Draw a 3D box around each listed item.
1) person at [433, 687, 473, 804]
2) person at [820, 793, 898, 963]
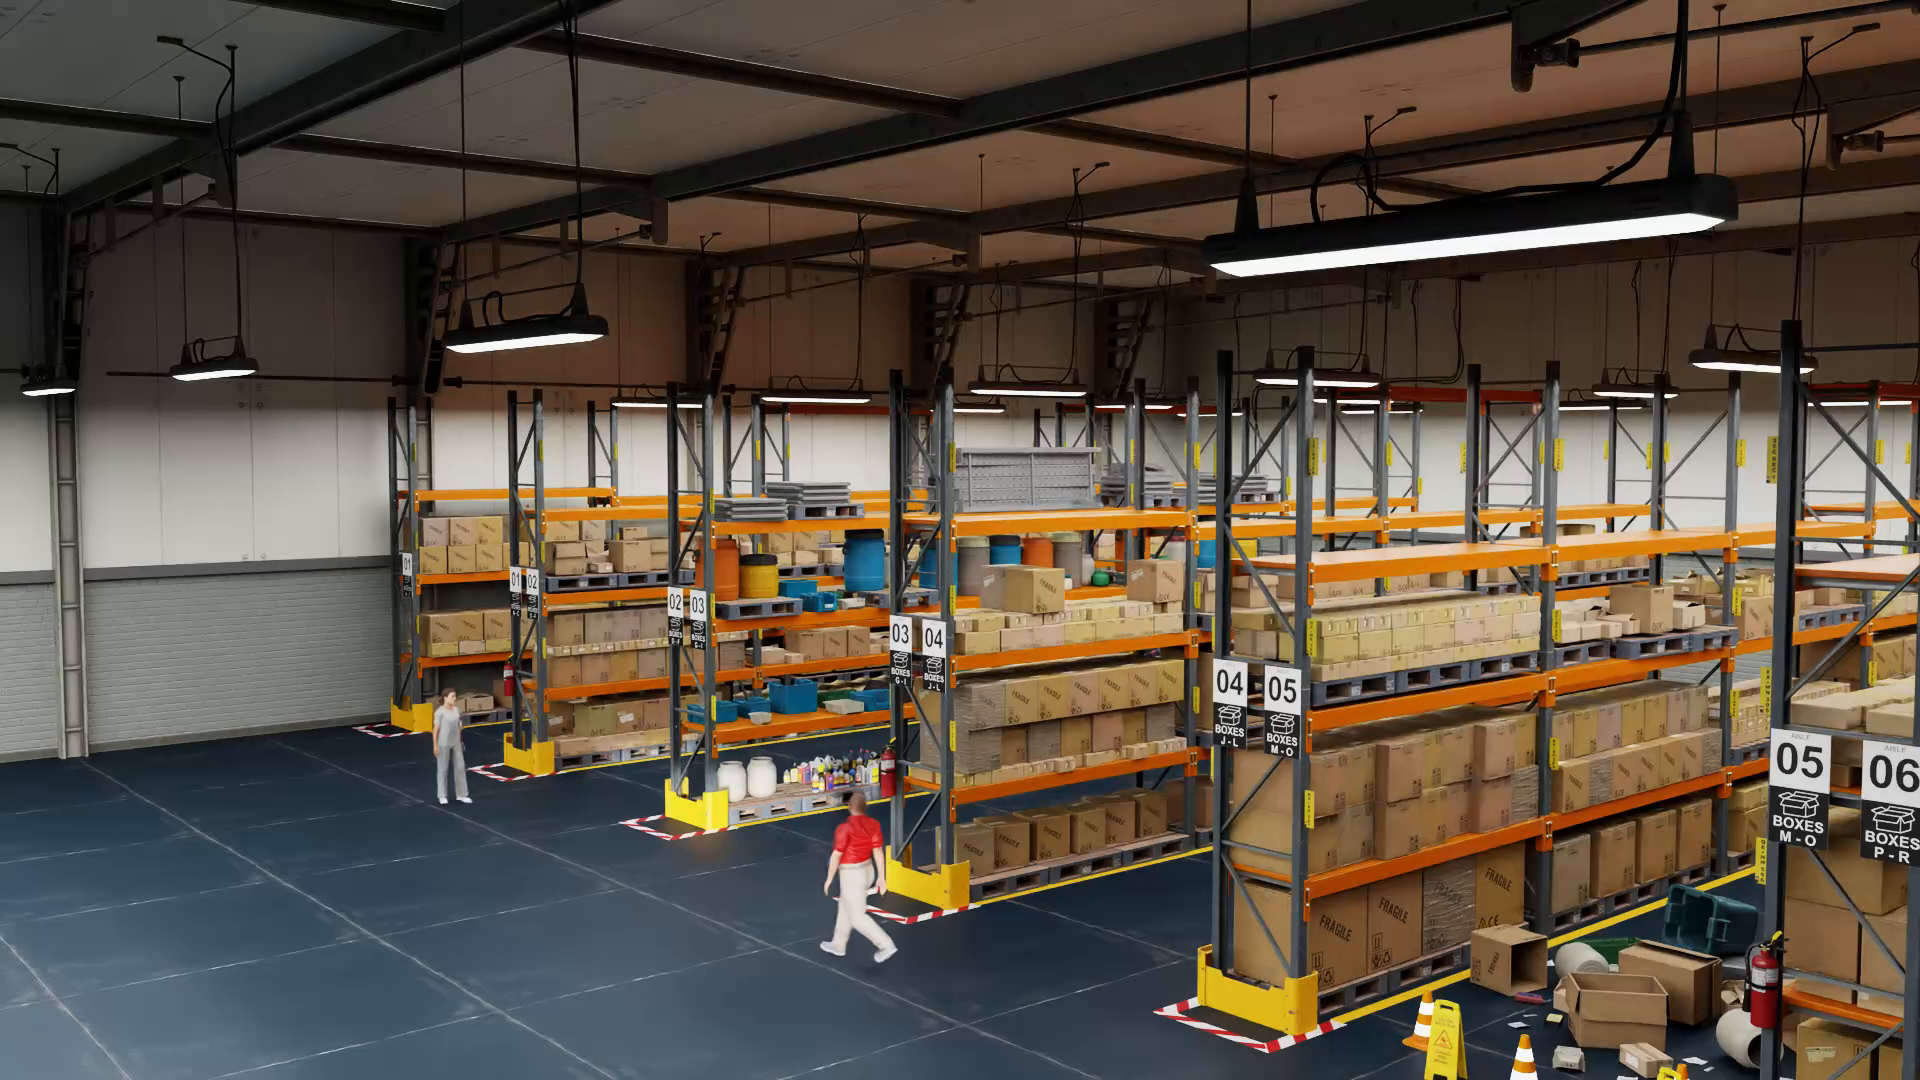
[{"bbox_3d":[-7.306,2.958,23.809,0.435,1.698,0.525,2,4,35],"label":"person"},{"bbox_3d":[-1.033,3.352,16.516,0.998,1.688,0.515,1,4,22],"label":"person"}]
